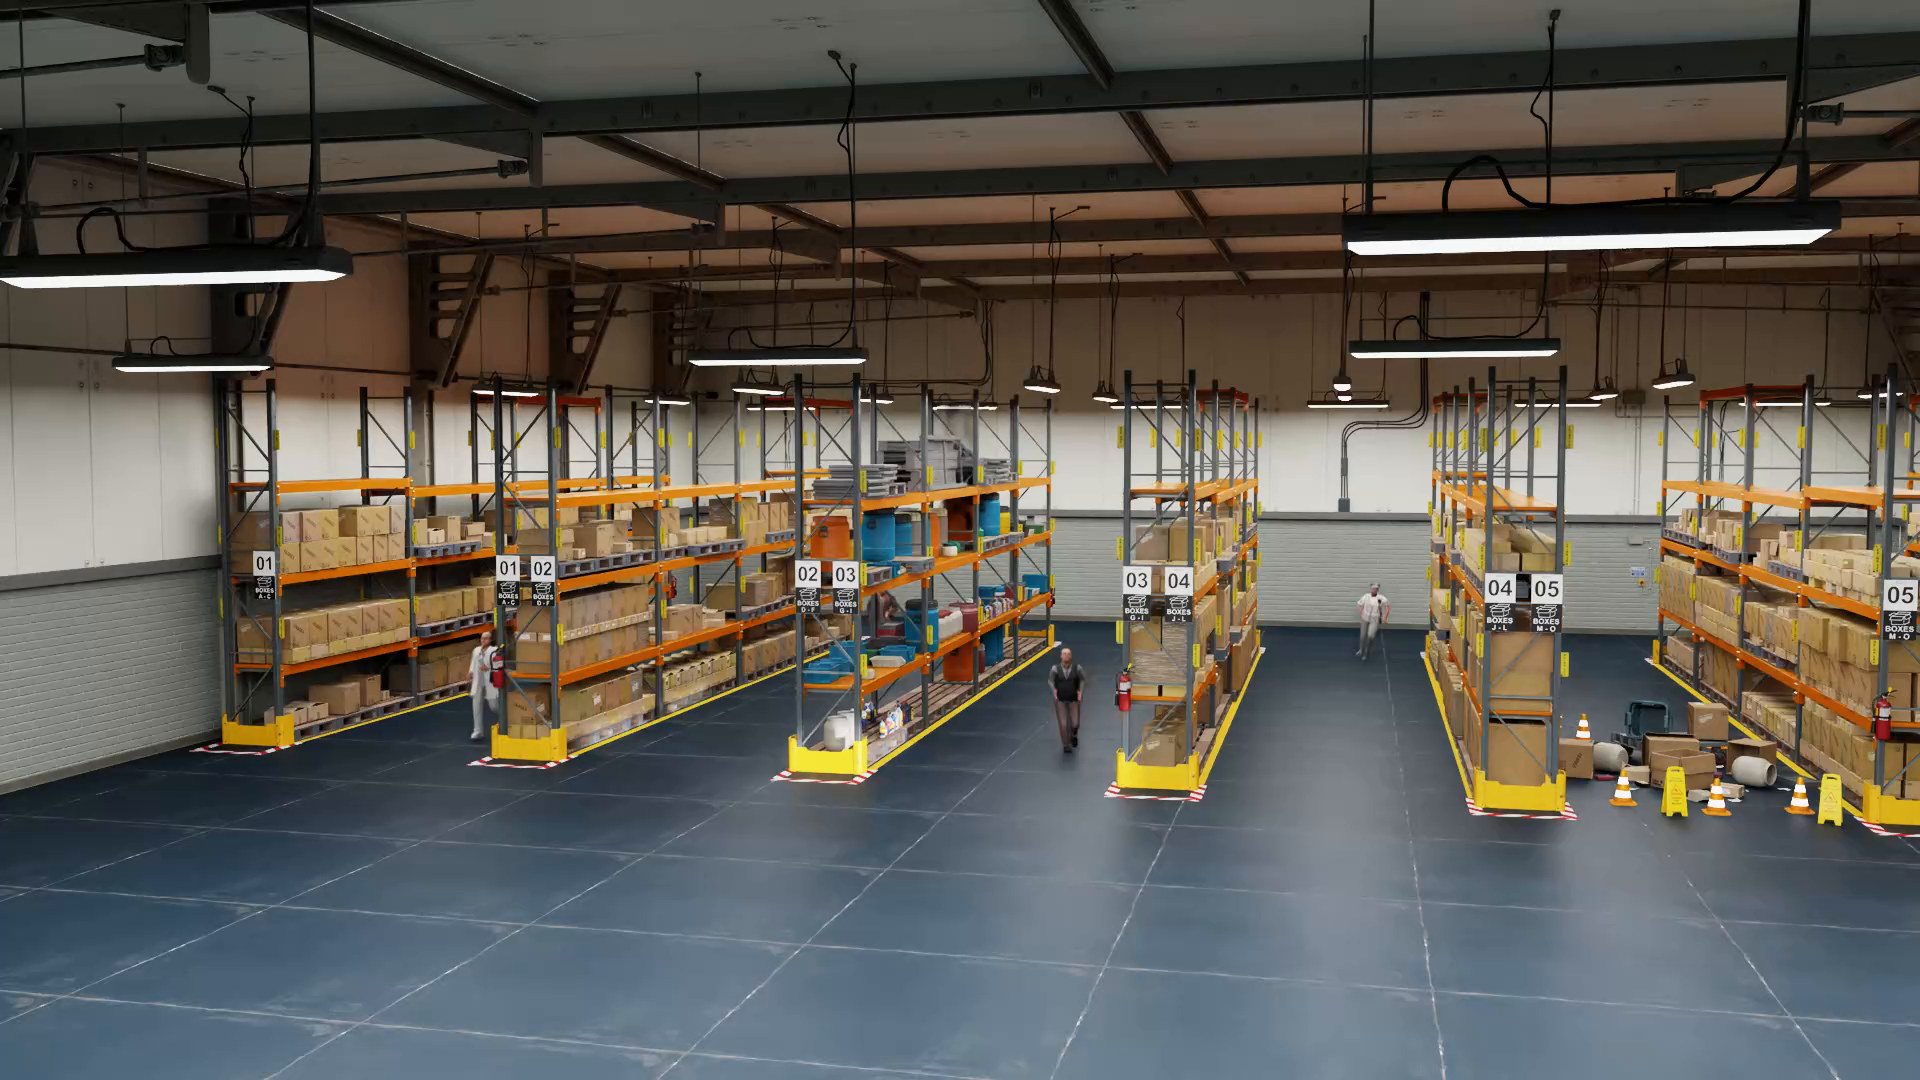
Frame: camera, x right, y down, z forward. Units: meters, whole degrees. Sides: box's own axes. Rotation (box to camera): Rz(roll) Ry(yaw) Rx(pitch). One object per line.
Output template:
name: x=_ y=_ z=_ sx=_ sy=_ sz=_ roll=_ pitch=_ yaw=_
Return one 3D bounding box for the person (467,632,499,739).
person: x=-7.987 y=2.432 z=28.033 sx=0.715 sy=1.742 sz=1.020 roll=1 pitch=3 yaw=9

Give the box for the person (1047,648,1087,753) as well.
person: x=1.712 y=2.566 z=26.567 sx=0.638 sy=1.675 sz=0.576 roll=0 pitch=3 yaw=4

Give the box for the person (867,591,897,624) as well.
person: x=-1.781 y=1.863 z=37.861 sx=0.703 sy=1.735 sz=0.625 roll=0 pitch=3 yaw=-2

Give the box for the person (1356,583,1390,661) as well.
person: x=9.411 y=1.867 z=38.018 sx=0.747 sy=1.814 sz=0.723 roll=2 pitch=4 yaw=25
